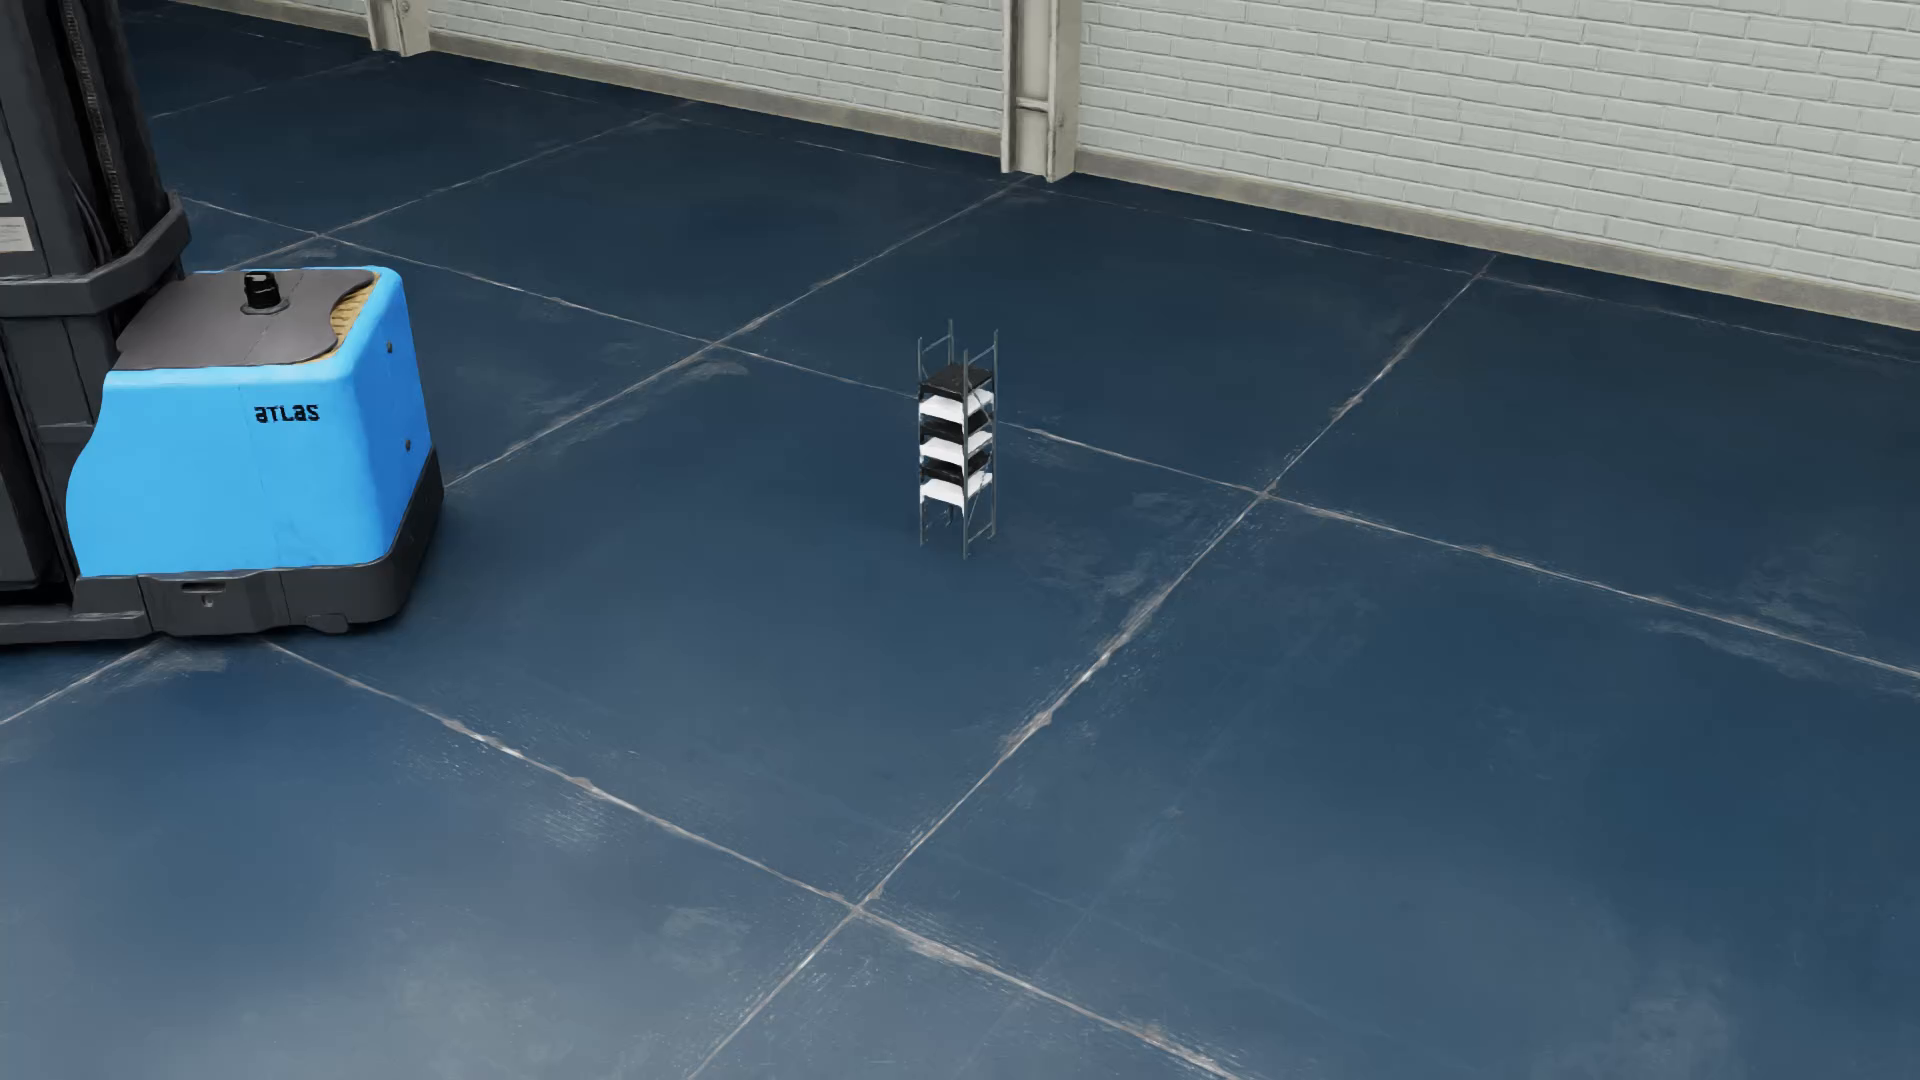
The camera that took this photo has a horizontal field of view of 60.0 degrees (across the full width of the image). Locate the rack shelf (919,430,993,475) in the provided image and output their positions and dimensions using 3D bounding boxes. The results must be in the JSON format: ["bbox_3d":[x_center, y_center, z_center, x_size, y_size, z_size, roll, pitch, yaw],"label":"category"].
[{"bbox_3d":[-0.007,-0.362,6.544,0.200,0.077,0.258,18,35,27],"label":"rack shelf"}]

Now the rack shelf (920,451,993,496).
[{"bbox_3d":[-0.007,-0.284,6.589,0.200,0.077,0.258,18,35,27],"label":"rack shelf"}]

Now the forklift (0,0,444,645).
[{"bbox_3d":[-3.616,-1.102,5.731,3.031,2.935,1.130,-3,30,-4],"label":"forklift"}]

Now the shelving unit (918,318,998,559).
[{"bbox_3d":[-0.007,-0.391,6.527,0.210,0.900,0.258,18,35,27],"label":"shelving unit"}]

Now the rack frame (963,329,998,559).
[{"bbox_3d":[0.079,-0.364,6.480,0.006,0.900,0.240,18,35,27],"label":"rack frame"}]

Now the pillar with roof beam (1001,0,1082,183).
[{"bbox_3d":[-1.776,-4.464,5.472,0.400,9.000,9.100,18,35,27],"label":"pillar with roof beam"}]

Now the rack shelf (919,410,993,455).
[{"bbox_3d":[-0.007,-0.440,6.498,0.200,0.077,0.258,18,35,27],"label":"rack shelf"}]

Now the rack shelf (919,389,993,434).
[{"bbox_3d":[-0.007,-0.518,6.453,0.200,0.077,0.258,18,35,27],"label":"rack shelf"}]

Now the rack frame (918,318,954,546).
[{"bbox_3d":[-0.093,-0.418,6.574,0.006,0.900,0.240,18,35,27],"label":"rack frame"}]

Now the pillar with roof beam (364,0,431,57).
[{"bbox_3d":[-6.858,-6.071,8.227,0.400,9.000,9.100,18,35,27],"label":"pillar with roof beam"}]

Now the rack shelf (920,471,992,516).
[{"bbox_3d":[-0.007,-0.207,6.634,0.200,0.077,0.258,18,35,27],"label":"rack shelf"}]

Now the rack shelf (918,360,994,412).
[{"bbox_3d":[-0.007,-0.595,6.408,0.200,0.077,0.258,18,35,27],"label":"rack shelf"}]
